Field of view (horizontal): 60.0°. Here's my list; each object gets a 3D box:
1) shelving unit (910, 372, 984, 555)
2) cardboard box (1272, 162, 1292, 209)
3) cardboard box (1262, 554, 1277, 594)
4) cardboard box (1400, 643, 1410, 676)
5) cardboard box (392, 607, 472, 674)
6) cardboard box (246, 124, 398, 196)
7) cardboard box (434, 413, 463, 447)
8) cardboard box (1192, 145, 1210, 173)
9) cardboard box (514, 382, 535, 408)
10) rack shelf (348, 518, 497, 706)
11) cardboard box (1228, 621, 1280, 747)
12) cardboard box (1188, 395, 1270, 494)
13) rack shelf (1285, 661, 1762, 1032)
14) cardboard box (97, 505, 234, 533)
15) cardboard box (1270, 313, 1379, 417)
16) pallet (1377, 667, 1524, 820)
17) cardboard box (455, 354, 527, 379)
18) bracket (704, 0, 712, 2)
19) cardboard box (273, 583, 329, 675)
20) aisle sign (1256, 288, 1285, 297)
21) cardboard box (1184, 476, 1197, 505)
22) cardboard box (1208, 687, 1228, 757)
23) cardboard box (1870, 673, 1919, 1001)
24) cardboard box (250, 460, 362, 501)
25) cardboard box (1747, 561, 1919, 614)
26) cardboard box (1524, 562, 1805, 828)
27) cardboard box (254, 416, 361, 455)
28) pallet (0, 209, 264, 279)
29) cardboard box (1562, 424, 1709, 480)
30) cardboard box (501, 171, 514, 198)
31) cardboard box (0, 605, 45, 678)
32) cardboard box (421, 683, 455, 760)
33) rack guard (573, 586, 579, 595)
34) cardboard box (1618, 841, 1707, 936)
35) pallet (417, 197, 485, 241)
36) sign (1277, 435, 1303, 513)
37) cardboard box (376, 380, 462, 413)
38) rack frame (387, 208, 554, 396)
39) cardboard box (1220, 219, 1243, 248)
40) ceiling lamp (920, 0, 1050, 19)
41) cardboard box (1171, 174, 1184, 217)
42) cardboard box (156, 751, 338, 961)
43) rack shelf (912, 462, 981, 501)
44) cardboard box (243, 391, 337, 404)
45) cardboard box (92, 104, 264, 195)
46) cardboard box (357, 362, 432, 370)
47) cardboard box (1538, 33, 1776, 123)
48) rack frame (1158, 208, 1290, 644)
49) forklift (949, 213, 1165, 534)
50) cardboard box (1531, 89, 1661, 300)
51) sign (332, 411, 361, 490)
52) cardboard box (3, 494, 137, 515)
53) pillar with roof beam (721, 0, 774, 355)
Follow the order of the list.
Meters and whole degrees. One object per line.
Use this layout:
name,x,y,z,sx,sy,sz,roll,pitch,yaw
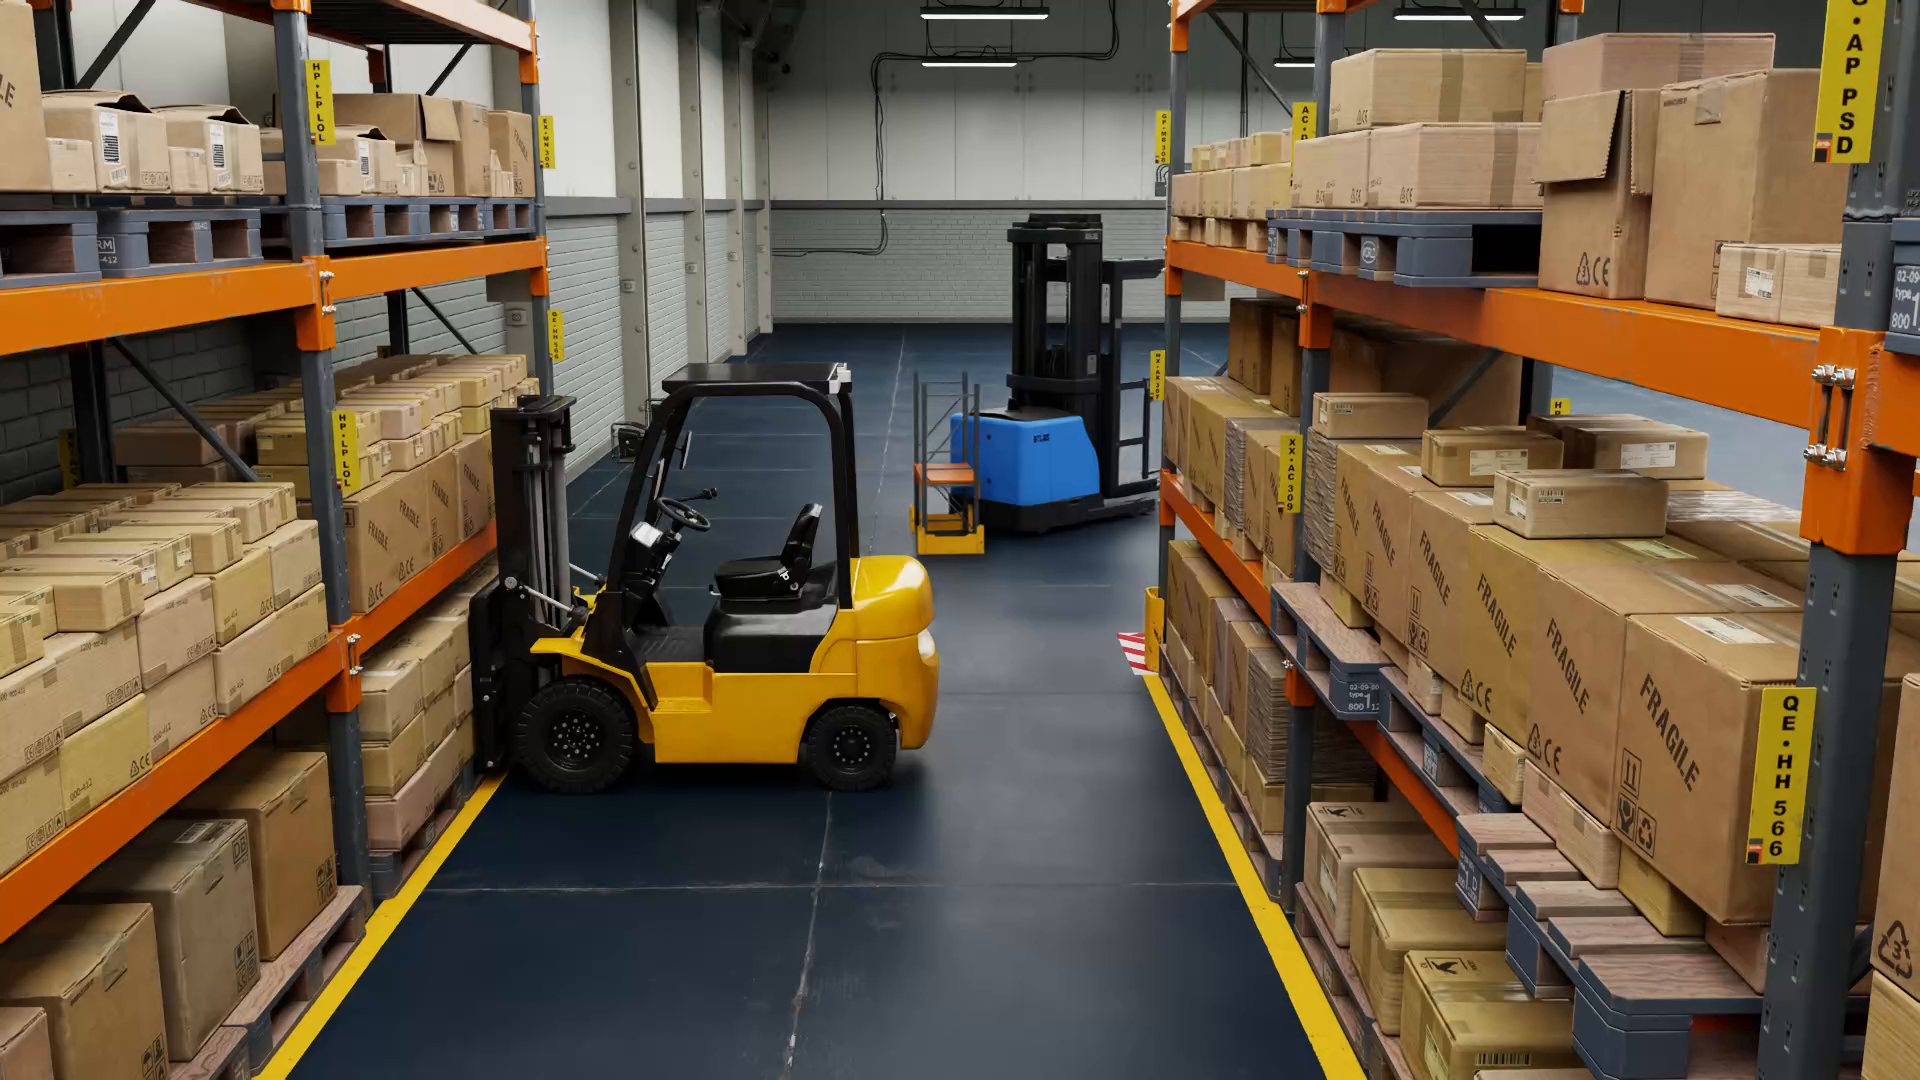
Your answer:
shelving unit,-0.130,-0.714,14.995,0.587,1.500,1.083,-1,12,-5
cardboard box,1.633,-1.482,7.096,0.500,0.250,0.500,0,11,-2
cardboard box,1.588,0.158,7.558,0.380,0.149,0.250,0,11,0
cardboard box,1.652,0.382,5.399,0.380,0.149,0.250,0,11,-1
cardboard box,-2.770,0.522,8.477,0.500,0.250,0.500,0,11,1
cardboard box,-2.825,-1.679,7.355,0.500,0.311,0.500,0,11,0
cardboard box,-2.807,-0.570,8.634,0.380,0.149,0.250,0,11,-2
cardboard box,1.527,-2.164,9.454,0.380,0.149,0.250,0,11,-1
cardboard box,-2.812,-0.875,10.137,0.380,0.149,0.250,0,11,0
rack shelf,-3.093,0.123,8.907,1.077,0.370,4.000,0,11,-1
cardboard box,1.618,0.704,8.209,0.500,0.500,0.500,0,11,0
cardboard box,1.587,-0.543,9.383,0.500,0.500,0.500,0,11,-2
rack shelf,1.952,0.897,5.092,1.077,0.370,4.000,0,11,-1
cardboard box,-2.846,-0.031,5.978,0.380,0.149,0.250,0,11,-1
cardboard box,2.045,-0.931,8.779,0.700,0.500,0.500,0,11,-2
pallet,1.912,0.643,5.018,1.003,0.211,1.213,0,11,-1
cardboard box,-2.916,-1.069,10.344,0.380,0.149,0.250,0,11,-1
bracket,-4.029,-8.686,26.377,0.235,0.232,0.430,0,11,-1
cardboard box,-2.779,0.341,6.402,0.500,0.250,0.500,0,11,0
aisle sign,2.117,-1.935,10.707,0.394,0.787,0.004,0,11,-1
cardboard box,1.532,-0.303,9.829,0.380,0.149,0.250,0,11,0
cardboard box,1.603,0.966,8.805,0.500,0.250,0.500,0,11,0
cardboard box,1.759,0.502,2.463,0.500,0.500,0.500,-1,11,-3
cardboard box,-2.795,-0.263,7.119,0.380,0.149,0.250,0,11,-2
cardboard box,2.198,0.348,3.935,0.500,0.500,0.500,0,11,2
cardboard box,1.685,0.350,3.925,0.500,0.500,0.500,0,11,-2
cardboard box,-2.875,-0.460,7.344,0.380,0.149,0.250,0,11,0
pallet,-3.020,-1.033,5.732,0.805,0.209,1.217,-1,11,-3
cardboard box,2.203,-0.289,5.443,0.380,0.149,0.250,-1,11,-4
cardboard box,-2.813,-2.065,9.664,0.380,0.149,0.250,-1,11,-3
cardboard box,-2.718,0.276,4.465,0.380,0.149,0.250,0,11,0
cardboard box,-2.765,0.868,8.031,0.500,0.250,0.500,0,11,-1
rack guard,-3.135,0.594,11.067,1.175,0.500,0.348,0,11,-1
cardboard box,1.674,0.743,3.621,0.380,0.149,0.250,0,11,0
pallet,-3.117,-1.670,8.614,1.003,0.211,1.213,0,11,-1
sign,1.369,-0.273,6.875,0.100,0.325,0.005,0,11,-1
cardboard box,-2.878,-0.764,8.841,0.380,0.149,0.250,0,11,0
rack frame,-3.134,-0.627,10.795,1.000,3.000,0.127,0,11,-1
cardboard box,1.587,-1.618,8.771,0.380,0.149,0.250,-1,11,-3
ceiling lamp,0.376,-9.689,25.696,2.000,3.185,0.800,0,11,-1
cardboard box,1.572,-2.089,10.088,0.500,0.250,0.500,0,11,-2
cardboard box,-3.029,1.230,6.559,0.875,0.625,0.625,0,11,1
rack shelf,-0.131,-0.539,15.040,0.538,0.185,1.000,-1,12,-5
cardboard box,-3.354,-0.661,8.334,0.380,0.149,0.250,0,11,-2
cardboard box,-2.793,-1.370,5.830,0.500,0.311,0.500,-1,11,-3
cardboard box,-3.349,-0.967,9.842,0.380,0.149,0.250,0,11,0
cardboard box,2.094,-1.383,5.040,0.500,0.250,0.500,0,11,0
rack frame,1.828,-0.648,10.899,1.000,3.000,0.127,0,11,-1
forklift,1.292,-1.720,16.355,1.130,2.935,3.031,11,16,44
cardboard box,1.934,-0.881,4.246,0.797,0.503,0.637,0,11,-1
sign,-2.509,-0.364,6.789,0.100,0.325,0.005,0,11,-1
cardboard box,-3.306,-0.074,6.189,0.380,0.149,0.250,-1,11,-3
pillar with roof beam,-0.213,-8.213,33.101,9.100,9.000,0.548,0,11,-1
